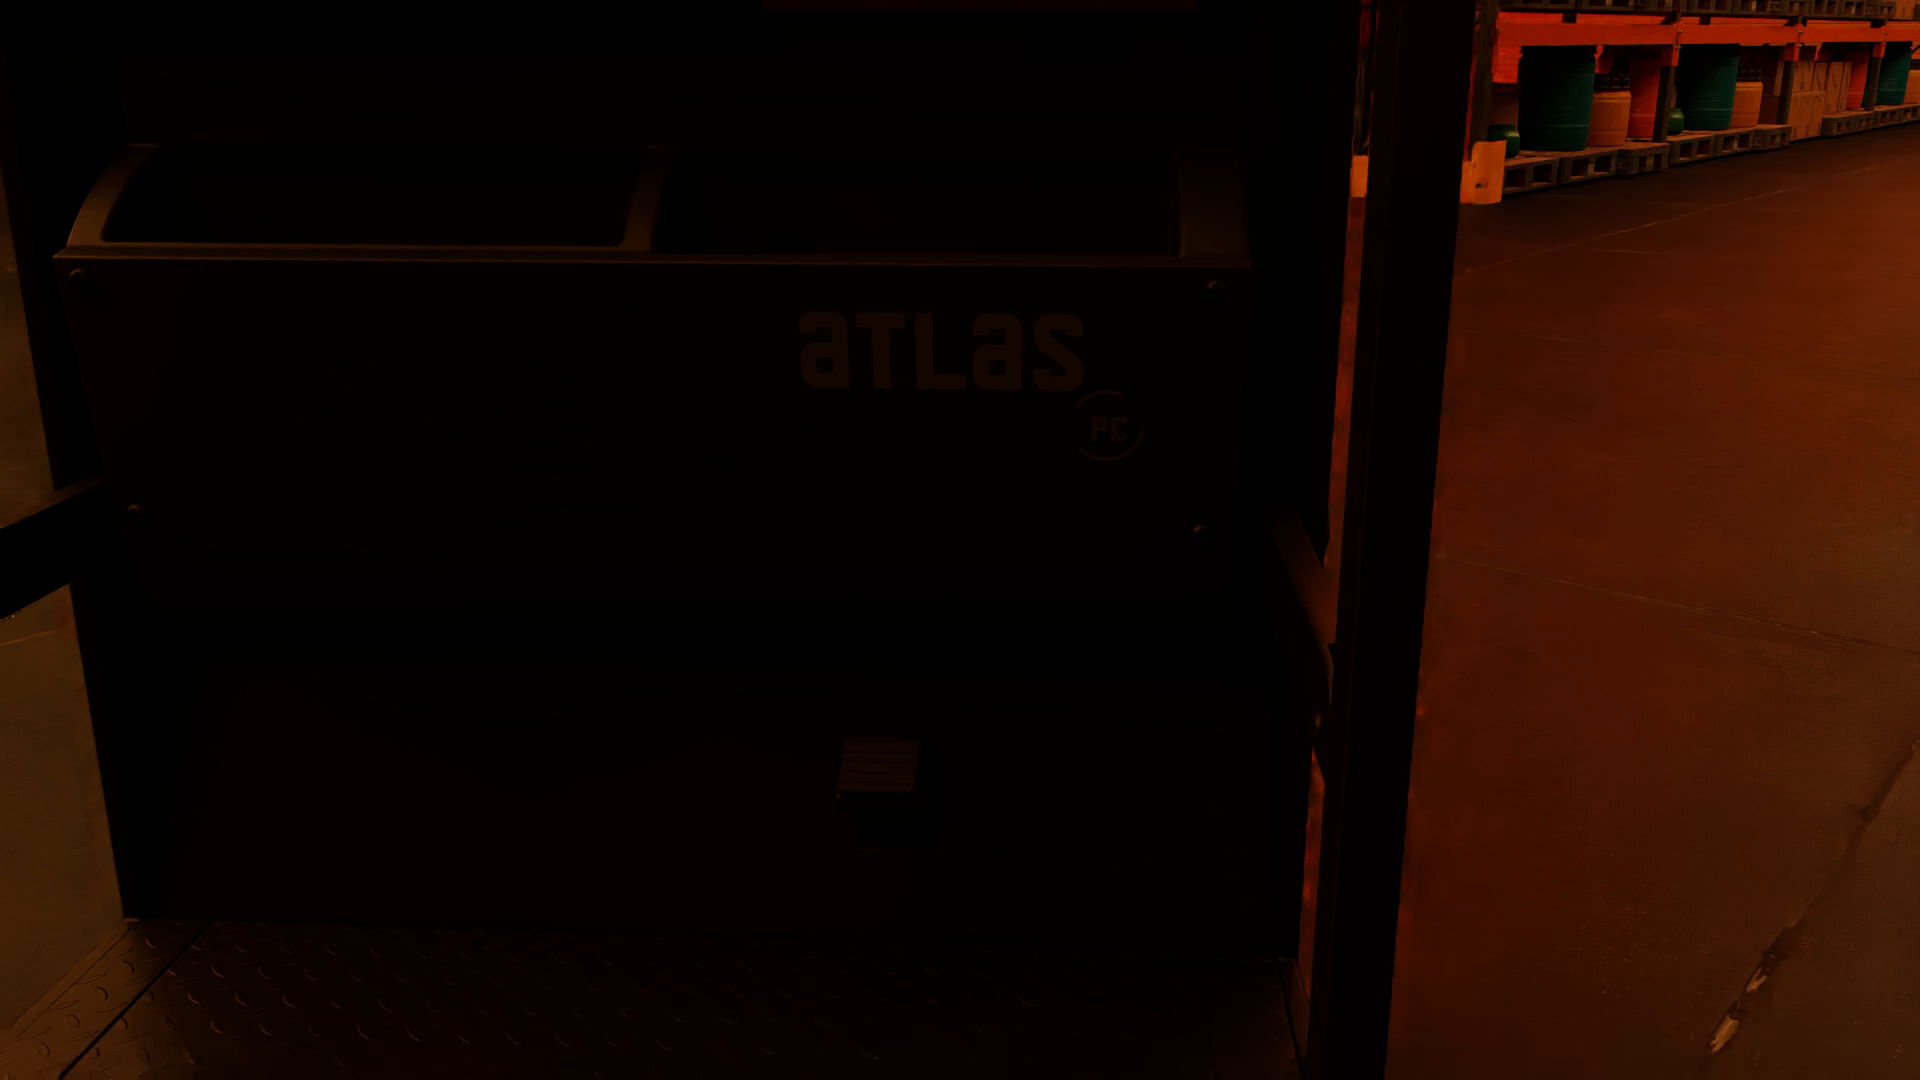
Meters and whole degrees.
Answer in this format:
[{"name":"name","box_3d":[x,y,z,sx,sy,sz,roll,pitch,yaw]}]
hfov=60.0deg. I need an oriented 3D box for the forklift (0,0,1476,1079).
[{"name":"forklift","box_3d":[-0.252,-0.638,0.998,1.130,2.935,3.031,1,17,4]}]
